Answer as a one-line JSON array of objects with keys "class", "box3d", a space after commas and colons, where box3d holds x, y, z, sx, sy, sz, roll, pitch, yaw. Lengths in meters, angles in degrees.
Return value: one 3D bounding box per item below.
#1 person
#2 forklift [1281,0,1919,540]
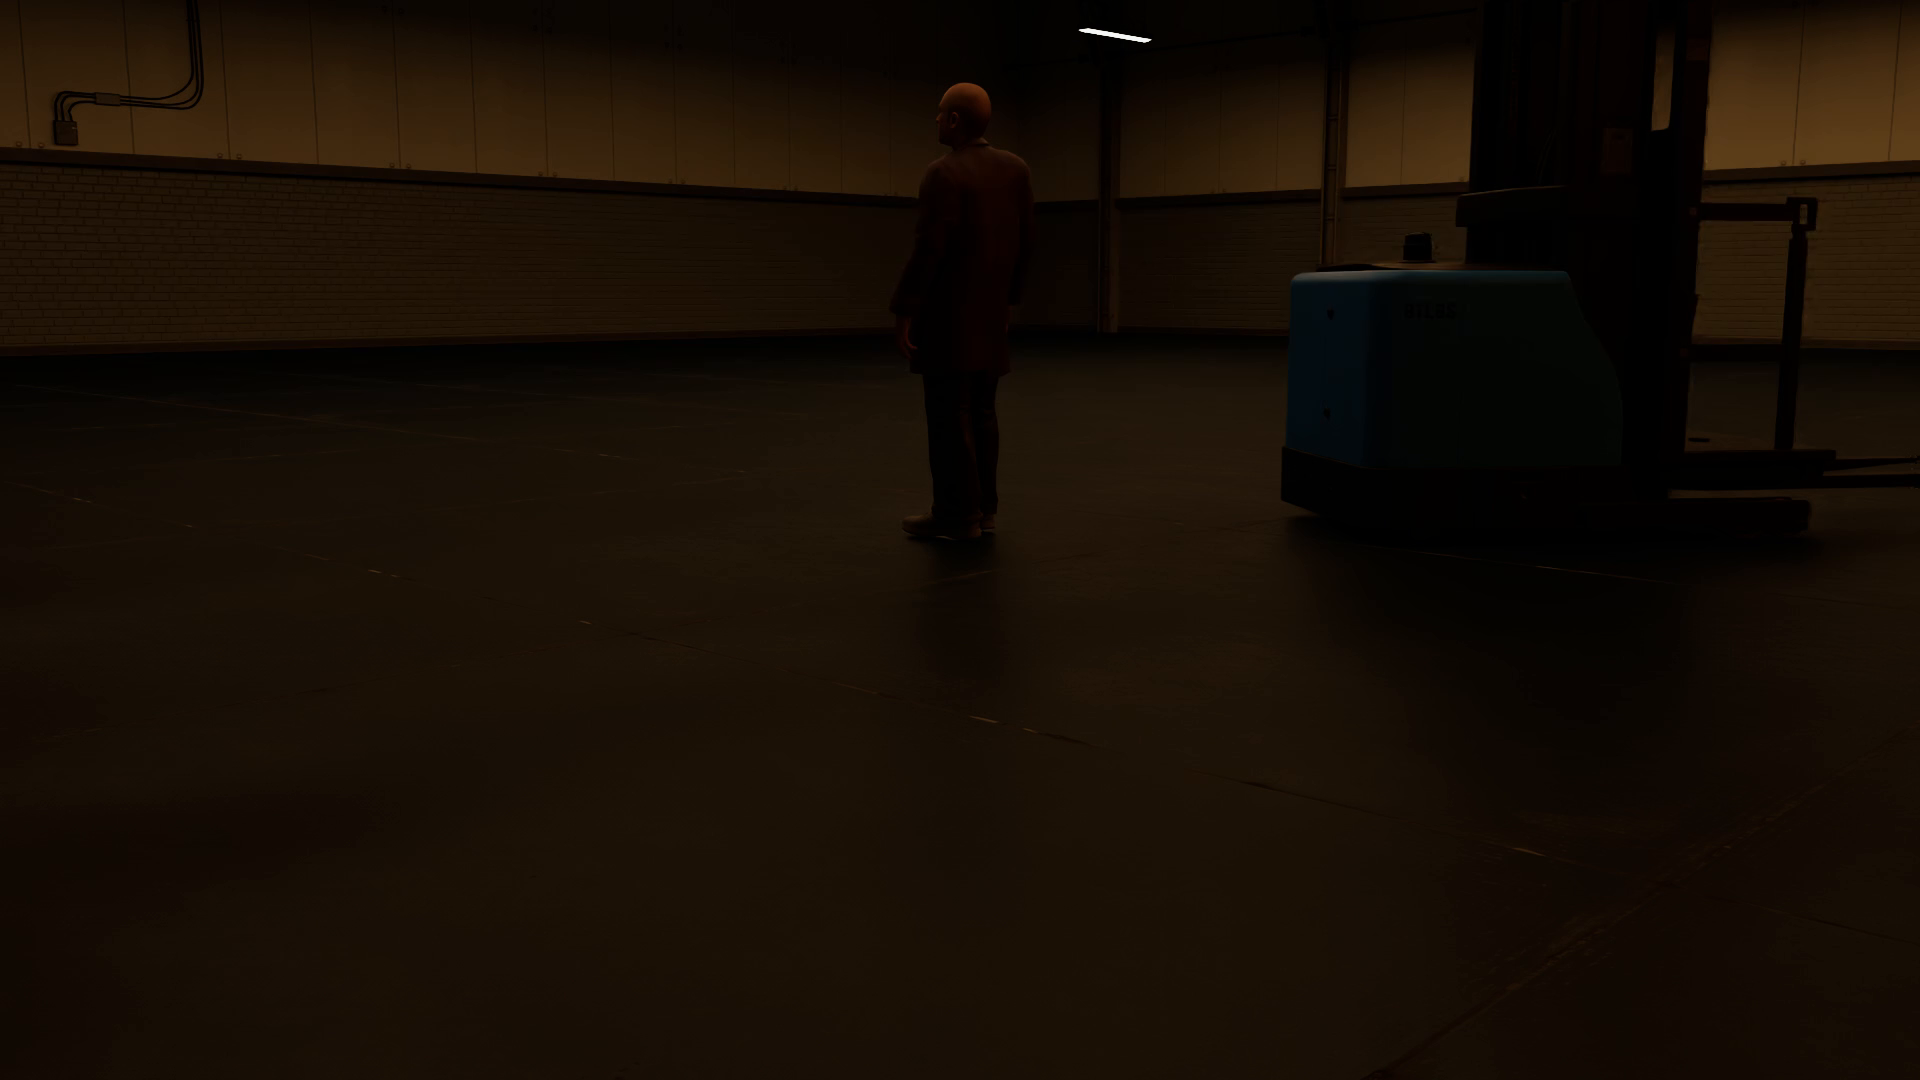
[{"class": "person", "box3d": [-0.062, -0.896, 6.650, 0.582, 1.776, 0.694, 8, 12, 43]}, {"class": "forklift", "box3d": [2.994, -1.526, 7.008, 3.031, 2.935, 1.130, -1, 9, -9]}]
